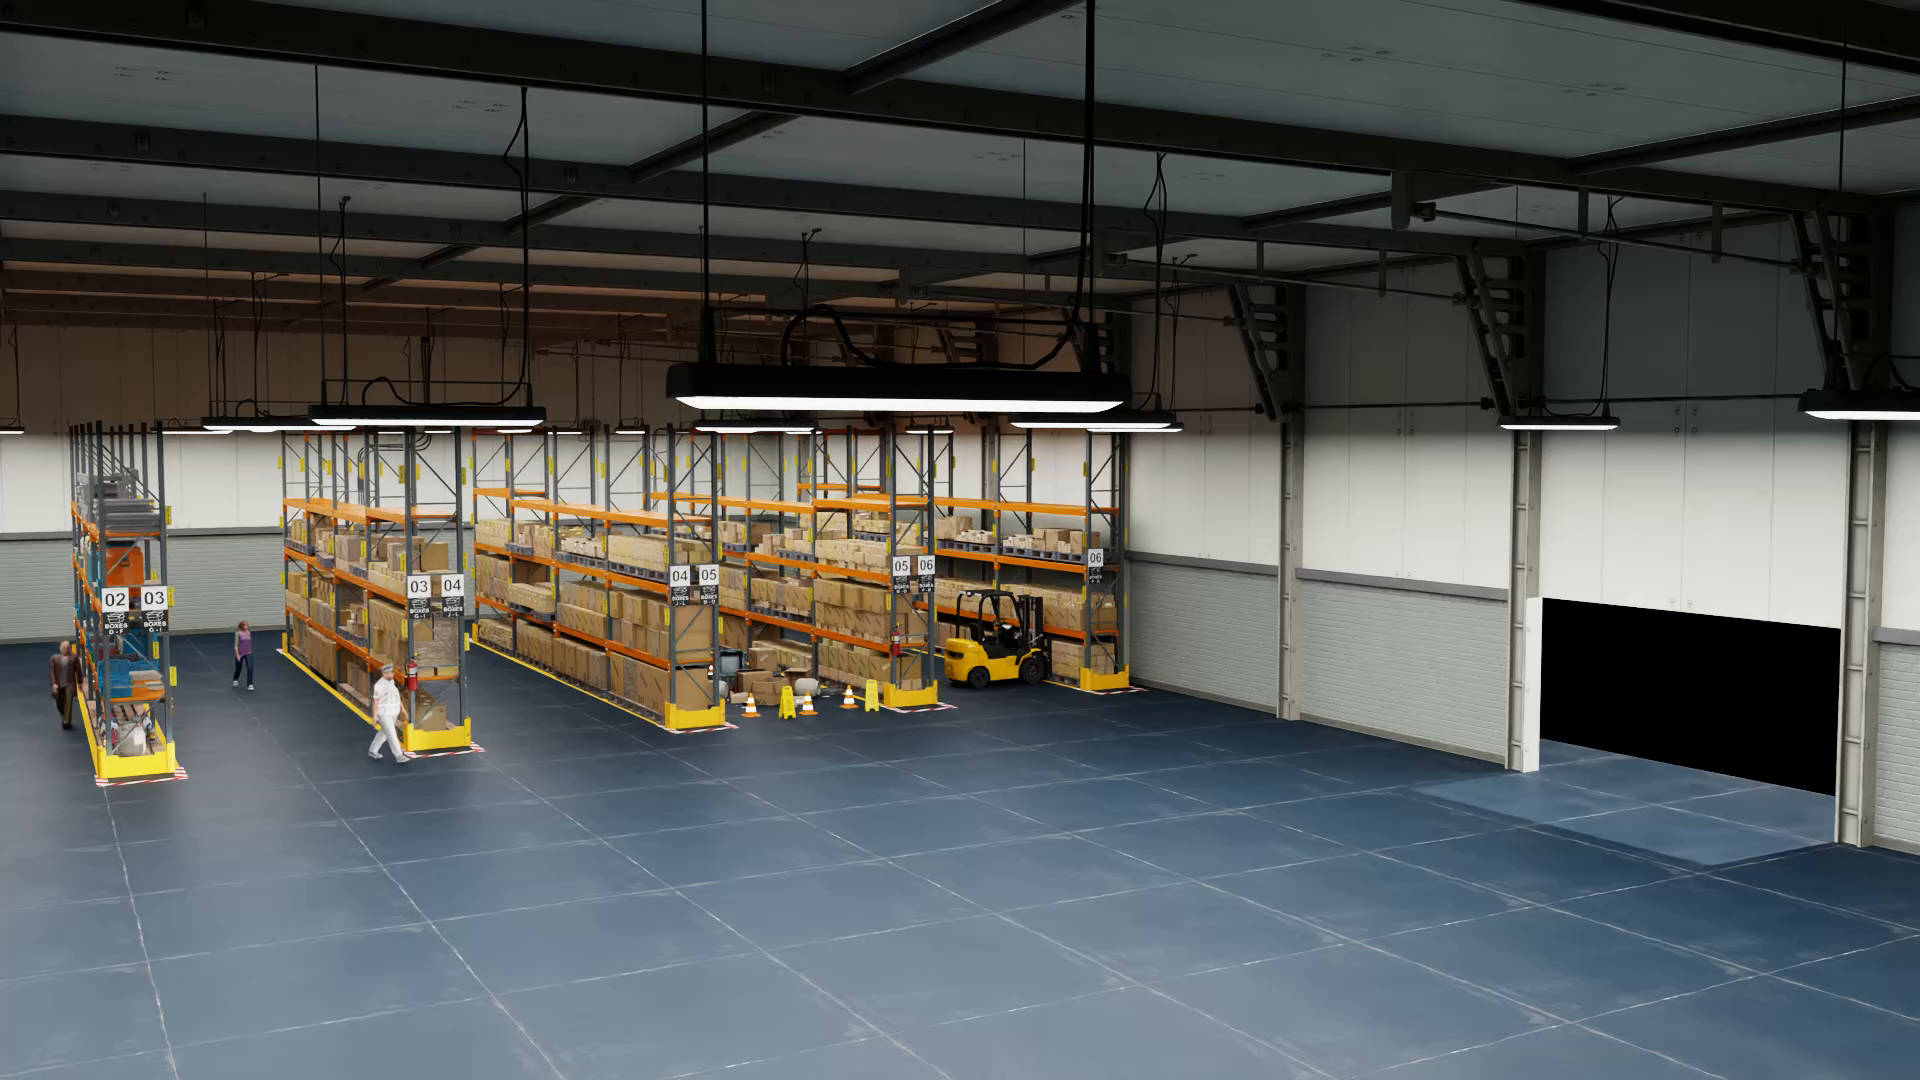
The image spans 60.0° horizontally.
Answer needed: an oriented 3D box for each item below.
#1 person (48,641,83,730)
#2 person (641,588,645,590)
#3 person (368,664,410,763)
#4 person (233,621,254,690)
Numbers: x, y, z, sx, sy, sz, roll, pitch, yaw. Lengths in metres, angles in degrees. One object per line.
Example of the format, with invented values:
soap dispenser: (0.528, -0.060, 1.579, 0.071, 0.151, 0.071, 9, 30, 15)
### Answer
person: (-17.617, 2.846, 32.717, 0.576, 1.699, 1.216, -1, 4, -20)
person: (-8.680, 2.073, 45.342, 0.504, 1.674, 0.419, -3, 5, -43)
person: (-10.034, 3.028, 29.319, 1.070, 1.707, 0.628, 1, 4, 22)
person: (-16.280, 2.595, 37.727, 0.396, 1.553, 0.888, -3, 4, -38)
